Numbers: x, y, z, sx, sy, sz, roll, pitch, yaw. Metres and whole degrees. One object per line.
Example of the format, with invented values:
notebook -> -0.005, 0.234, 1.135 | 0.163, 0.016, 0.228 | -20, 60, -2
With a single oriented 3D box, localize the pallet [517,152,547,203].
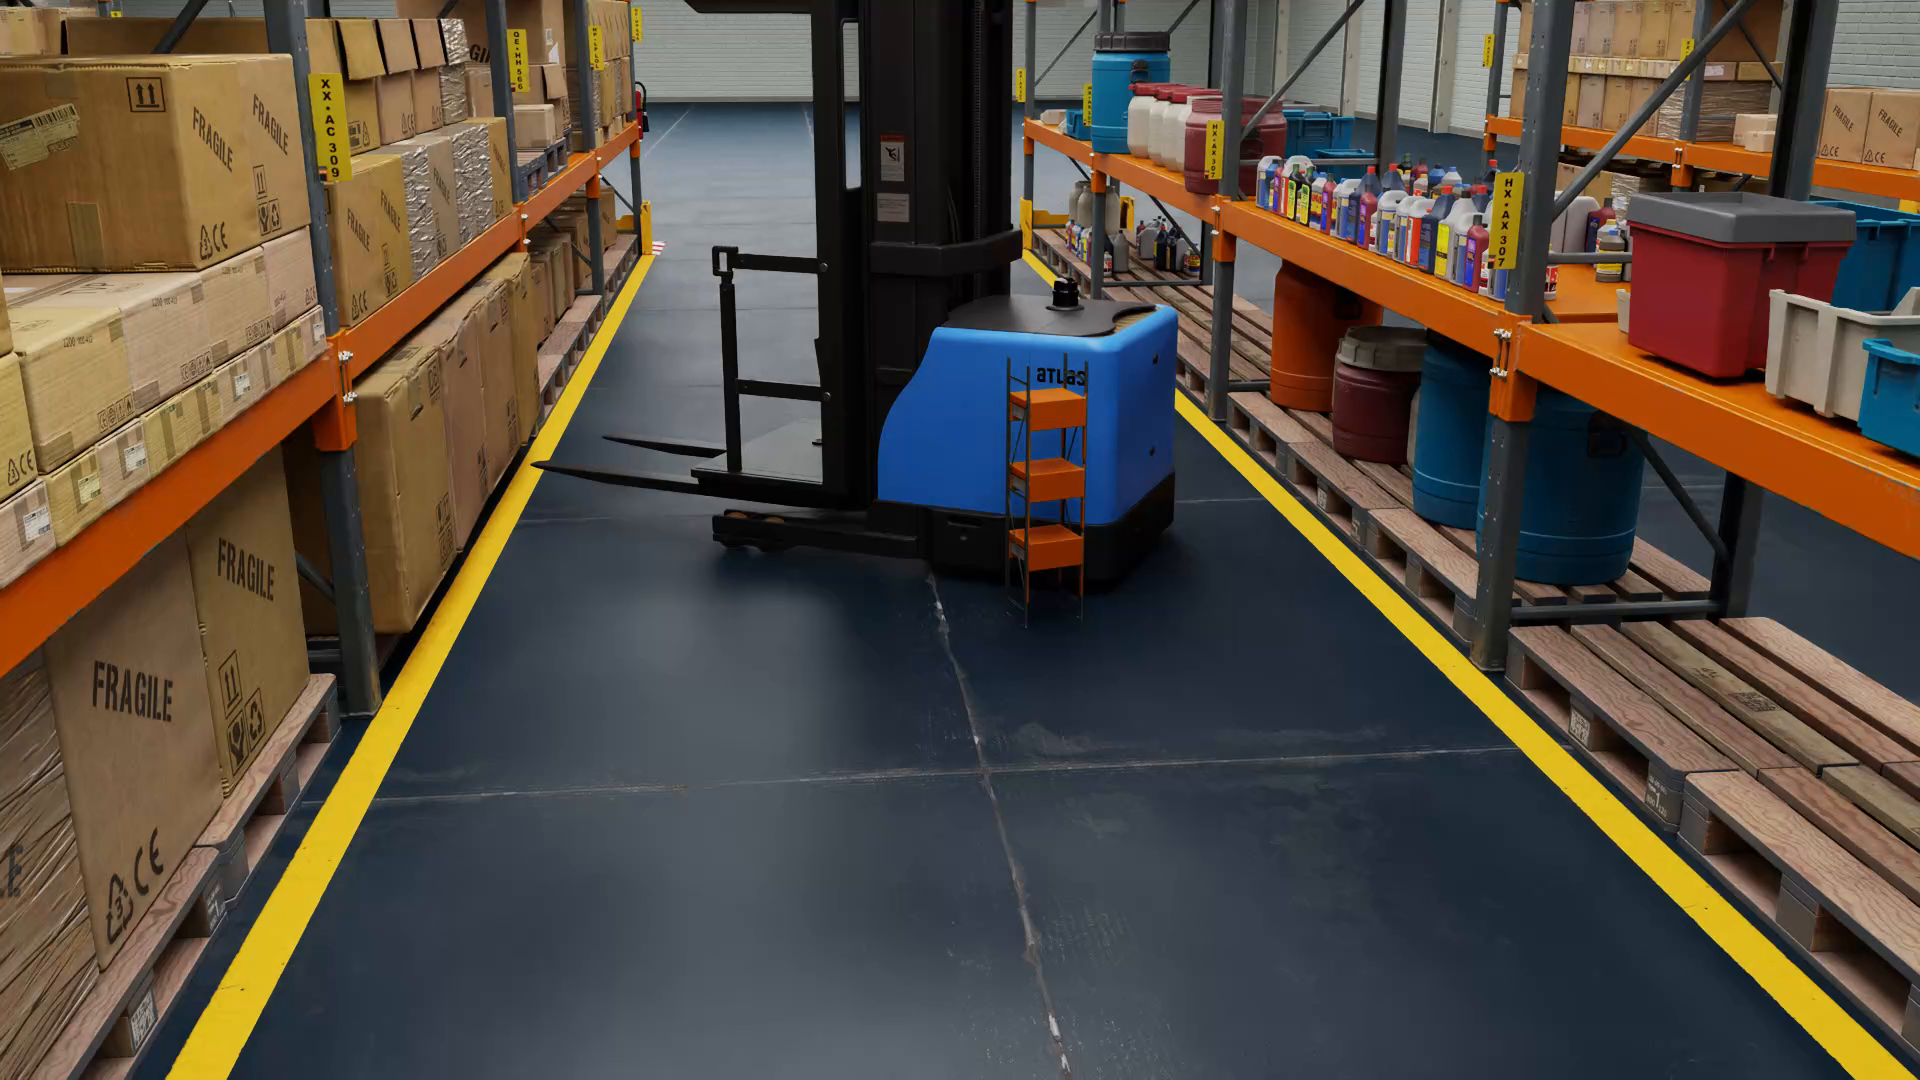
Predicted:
pallet -> -3.110, -2.129, 9.770 | 1.213, 0.211, 1.003 | -2, 18, -6

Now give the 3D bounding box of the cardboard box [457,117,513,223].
cardboard box -> -2.633, -1.920, 8.617 | 0.500, 0.500, 0.500 | -1, 17, -4

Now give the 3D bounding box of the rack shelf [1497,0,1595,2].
rack shelf -> 6.305, -5.192, 15.400 | 1.077, 0.370, 4.000 | -2, 18, -6

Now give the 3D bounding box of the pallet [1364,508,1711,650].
pallet -> 2.371, 0.127, 6.921 | 1.003, 0.211, 1.213 | -2, 18, -6

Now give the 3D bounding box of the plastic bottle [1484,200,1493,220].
plastic bottle -> 2.132, -1.217, 6.629 | 0.144, 0.351, 0.185 | -2, 18, -6

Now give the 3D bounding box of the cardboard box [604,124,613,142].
cardboard box -> -3.152, -3.455, 14.094 | 0.380, 0.149, 0.250 | -2, 18, -6

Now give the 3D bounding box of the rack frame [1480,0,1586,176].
rack frame -> 6.098, -4.700, 17.639 | 1.000, 3.000, 0.127 | -2, 18, -6

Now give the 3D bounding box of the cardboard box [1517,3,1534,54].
cardboard box -> 6.139, -5.211, 16.935 | 0.700, 0.500, 0.500 | -2, 18, -5

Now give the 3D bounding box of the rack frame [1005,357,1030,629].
rack frame -> 0.223, -0.178, 6.492 | 0.008, 1.050, 0.200 | -7, 19, -22

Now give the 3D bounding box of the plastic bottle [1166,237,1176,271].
plastic bottle -> 1.820, -2.471, 14.339 | 0.061, 0.283, 0.133 | -2, 18, -6

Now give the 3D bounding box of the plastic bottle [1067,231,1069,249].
plastic bottle -> 1.059, -2.842, 15.659 | 0.097, 0.201, 0.097 | 0, 17, 0

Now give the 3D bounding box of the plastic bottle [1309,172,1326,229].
plastic bottle -> 1.789, -1.682, 8.243 | 0.097, 0.271, 0.097 | 0, 17, 0

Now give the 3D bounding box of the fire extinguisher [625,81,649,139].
fire extinguisher -> -3.309, -4.406, 16.833 | 0.296, 0.674, 0.183 | -2, 18, -6

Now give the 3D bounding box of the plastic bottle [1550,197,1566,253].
plastic bottle -> 2.493, -1.334, 7.126 | 0.152, 0.276, 0.135 | -2, 18, -6

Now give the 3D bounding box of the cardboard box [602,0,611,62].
cardboard box -> -3.241, -4.310, 14.064 | 0.500, 0.500, 0.500 | -2, 18, -6

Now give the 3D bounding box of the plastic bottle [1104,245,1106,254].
plastic bottle -> 1.206, -2.403, 14.124 | 0.061, 0.283, 0.133 | -1, 17, -3

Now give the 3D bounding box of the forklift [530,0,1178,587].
forklift -> -0.575, -1.471, 7.469 | 3.031, 2.935, 1.130 | 7, 19, 22

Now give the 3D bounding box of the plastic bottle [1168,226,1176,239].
plastic bottle -> 1.894, -2.612, 14.676 | 0.144, 0.351, 0.185 | -3, 18, -8

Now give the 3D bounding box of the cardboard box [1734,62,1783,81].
cardboard box -> 6.676, -3.951, 14.005 | 0.380, 0.149, 0.250 | -2, 18, -6

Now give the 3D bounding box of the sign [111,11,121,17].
sign -> -8.158, -4.950, 16.107 | 0.100, 0.325, 0.005 | -2, 18, -6

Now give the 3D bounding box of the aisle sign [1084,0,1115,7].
aisle sign -> 1.459, -5.819, 16.863 | 0.394, 0.787, 0.004 | -2, 18, -6

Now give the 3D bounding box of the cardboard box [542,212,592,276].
cardboard box -> -3.411, -2.502, 14.110 | 0.500, 0.500, 0.500 | 4, 18, 12

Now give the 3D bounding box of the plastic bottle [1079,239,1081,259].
plastic bottle -> 1.125, -2.650, 15.048 | 0.097, 0.201, 0.097 | 0, 17, 0

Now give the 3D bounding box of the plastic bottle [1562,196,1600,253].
plastic bottle -> 2.644, -1.339, 7.141 | 0.152, 0.276, 0.135 | -2, 18, -6

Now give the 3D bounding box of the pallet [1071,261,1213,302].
pallet -> 1.556, -2.227, 14.418 | 1.003, 0.211, 1.213 | -2, 18, -6

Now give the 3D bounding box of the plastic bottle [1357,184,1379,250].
plastic bottle -> 1.850, -1.460, 7.515 | 0.061, 0.283, 0.133 | -2, 18, -6

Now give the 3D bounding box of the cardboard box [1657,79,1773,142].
cardboard box -> 6.459, -3.688, 14.249 | 0.700, 0.500, 0.500 | -2, 18, -7

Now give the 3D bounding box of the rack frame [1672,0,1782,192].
rack frame -> 6.511, -3.508, 13.843 | 1.000, 3.000, 0.127 | -2, 18, -6

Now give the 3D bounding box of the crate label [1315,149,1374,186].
crate label -> 2.325, -2.222, 10.025 | 0.303, 0.233, 0.416 | -2, 18, -6

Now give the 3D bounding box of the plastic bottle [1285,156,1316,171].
plastic bottle -> 1.871, -1.971, 9.154 | 0.152, 0.276, 0.135 | -2, 18, -6

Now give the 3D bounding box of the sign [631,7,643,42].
sign -> -3.201, -5.109, 16.483 | 0.100, 0.325, 0.005 | -2, 18, -6

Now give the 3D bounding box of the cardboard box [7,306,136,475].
cardboard box -> -2.054, -0.309, 3.408 | 0.500, 0.250, 0.500 | -2, 18, -7

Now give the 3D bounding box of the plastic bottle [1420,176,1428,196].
plastic bottle -> 2.490, -1.830, 8.828 | 0.097, 0.201, 0.097 | 0, 17, 0

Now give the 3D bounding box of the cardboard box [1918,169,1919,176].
cardboard box -> 6.556, -2.456, 10.911 | 0.380, 0.149, 0.250 | -2, 18, -6

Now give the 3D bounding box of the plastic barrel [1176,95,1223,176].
plastic barrel -> 1.634, -2.643, 10.902 | 0.421, 0.512, 0.421 | 0, 17, 0

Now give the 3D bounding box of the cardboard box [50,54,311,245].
cardboard box -> -2.204, -1.119, 4.736 | 0.500, 0.500, 0.500 | -1, 17, -4

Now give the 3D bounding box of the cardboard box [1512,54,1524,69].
cardboard box -> 5.925, -4.933, 17.133 | 0.380, 0.149, 0.250 | -2, 18, -6

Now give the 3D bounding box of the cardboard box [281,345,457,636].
cardboard box -> -2.604, -0.196, 6.141 | 1.225, 0.875, 0.875 | -2, 18, -5

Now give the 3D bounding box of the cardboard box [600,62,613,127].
cardboard box -> -3.344, -3.679, 13.723 | 0.875, 0.500, 0.500 | -2, 18, -6

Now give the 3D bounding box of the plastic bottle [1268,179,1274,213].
plastic bottle -> 1.714, -1.866, 8.945 | 0.097, 0.201, 0.097 | 0, 17, 0

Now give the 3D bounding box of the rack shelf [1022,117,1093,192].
rack shelf -> 1.377, -3.609, 15.365 | 1.077, 0.370, 4.000 | -2, 18, -6

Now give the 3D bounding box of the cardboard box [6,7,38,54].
cardboard box -> -8.445, -4.261, 14.188 | 0.875, 0.550, 0.500 | -2, 18, -6

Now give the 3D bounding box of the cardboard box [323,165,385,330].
cardboard box -> -2.317, -1.012, 5.726 | 0.500, 0.500, 0.500 | -2, 18, -5

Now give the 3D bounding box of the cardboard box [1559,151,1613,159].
cardboard box -> 6.450, -3.795, 17.396 | 0.500, 0.500, 0.500 | -2, 18, -6

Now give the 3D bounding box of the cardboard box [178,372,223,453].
cardboard box -> -2.054, -0.312, 4.084 | 0.380, 0.149, 0.250 | -1, 17, -5

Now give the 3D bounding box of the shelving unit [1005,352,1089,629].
shelving unit -> 0.336, -0.192, 6.537 | 0.252, 1.050, 0.215 | -7, 19, -22

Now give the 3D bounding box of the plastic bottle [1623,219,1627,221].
plastic bottle -> 2.717, -1.205, 6.723 | 0.097, 0.271, 0.097 | 0, 17, 0

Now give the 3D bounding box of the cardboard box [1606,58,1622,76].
cardboard box -> 6.140, -4.318, 15.173 | 0.380, 0.149, 0.250 | -1, 17, -4

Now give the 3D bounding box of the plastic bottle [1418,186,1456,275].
plastic bottle -> 1.969, -1.268, 6.790 | 0.144, 0.351, 0.185 | -2, 18, -6

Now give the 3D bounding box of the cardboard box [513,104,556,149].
cardboard box -> -2.875, -2.647, 10.649 | 0.500, 0.250, 0.500 | -2, 18, -7

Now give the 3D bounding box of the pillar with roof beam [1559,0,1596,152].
pillar with roof beam -> 6.438, -10.977, 27.617 | 9.100, 9.000, 0.400 | -2, 18, -6

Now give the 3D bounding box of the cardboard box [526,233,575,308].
cardboard box -> -3.301, -2.037, 12.596 | 0.700, 0.500, 0.500 | -3, 18, -10

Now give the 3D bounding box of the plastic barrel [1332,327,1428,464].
plastic barrel -> 2.180, -0.733, 8.327 | 0.600, 0.588, 0.708 | -2, 18, -6

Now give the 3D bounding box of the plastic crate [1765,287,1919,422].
plastic crate -> 2.383, -0.484, 4.309 | 0.437, 0.282, 0.530 | -2, 18, -6
